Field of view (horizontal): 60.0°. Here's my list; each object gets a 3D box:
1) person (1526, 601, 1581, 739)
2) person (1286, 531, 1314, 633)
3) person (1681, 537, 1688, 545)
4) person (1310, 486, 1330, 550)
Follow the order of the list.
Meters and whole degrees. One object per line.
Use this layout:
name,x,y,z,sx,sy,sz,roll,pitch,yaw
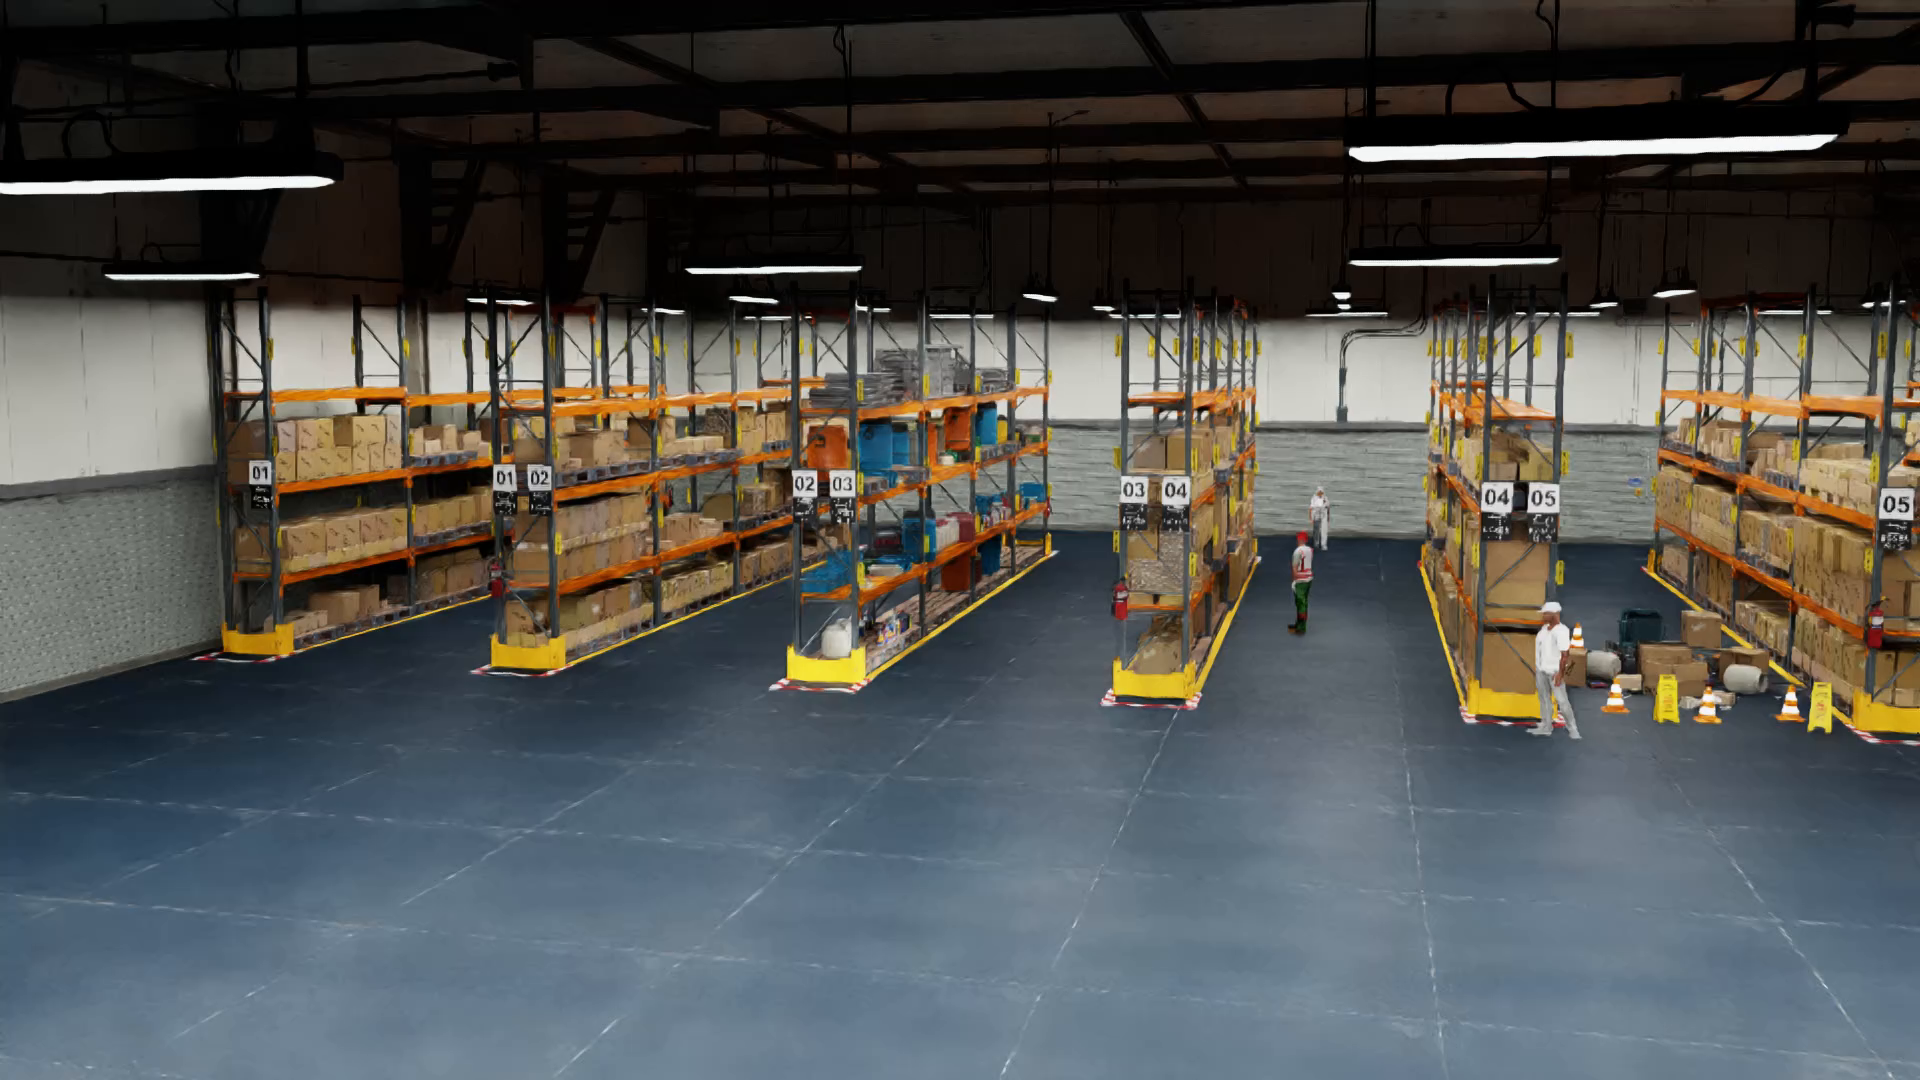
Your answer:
person,7.710,1.674,21.488,0.482,1.765,0.750,-2,7,-16
person,5.982,0.725,29.397,0.494,1.786,0.606,6,9,43
person,18.135,-0.609,41.346,0.565,1.752,0.603,-6,9,-40
person,9.003,-0.578,41.641,0.497,1.583,1.090,2,7,15
